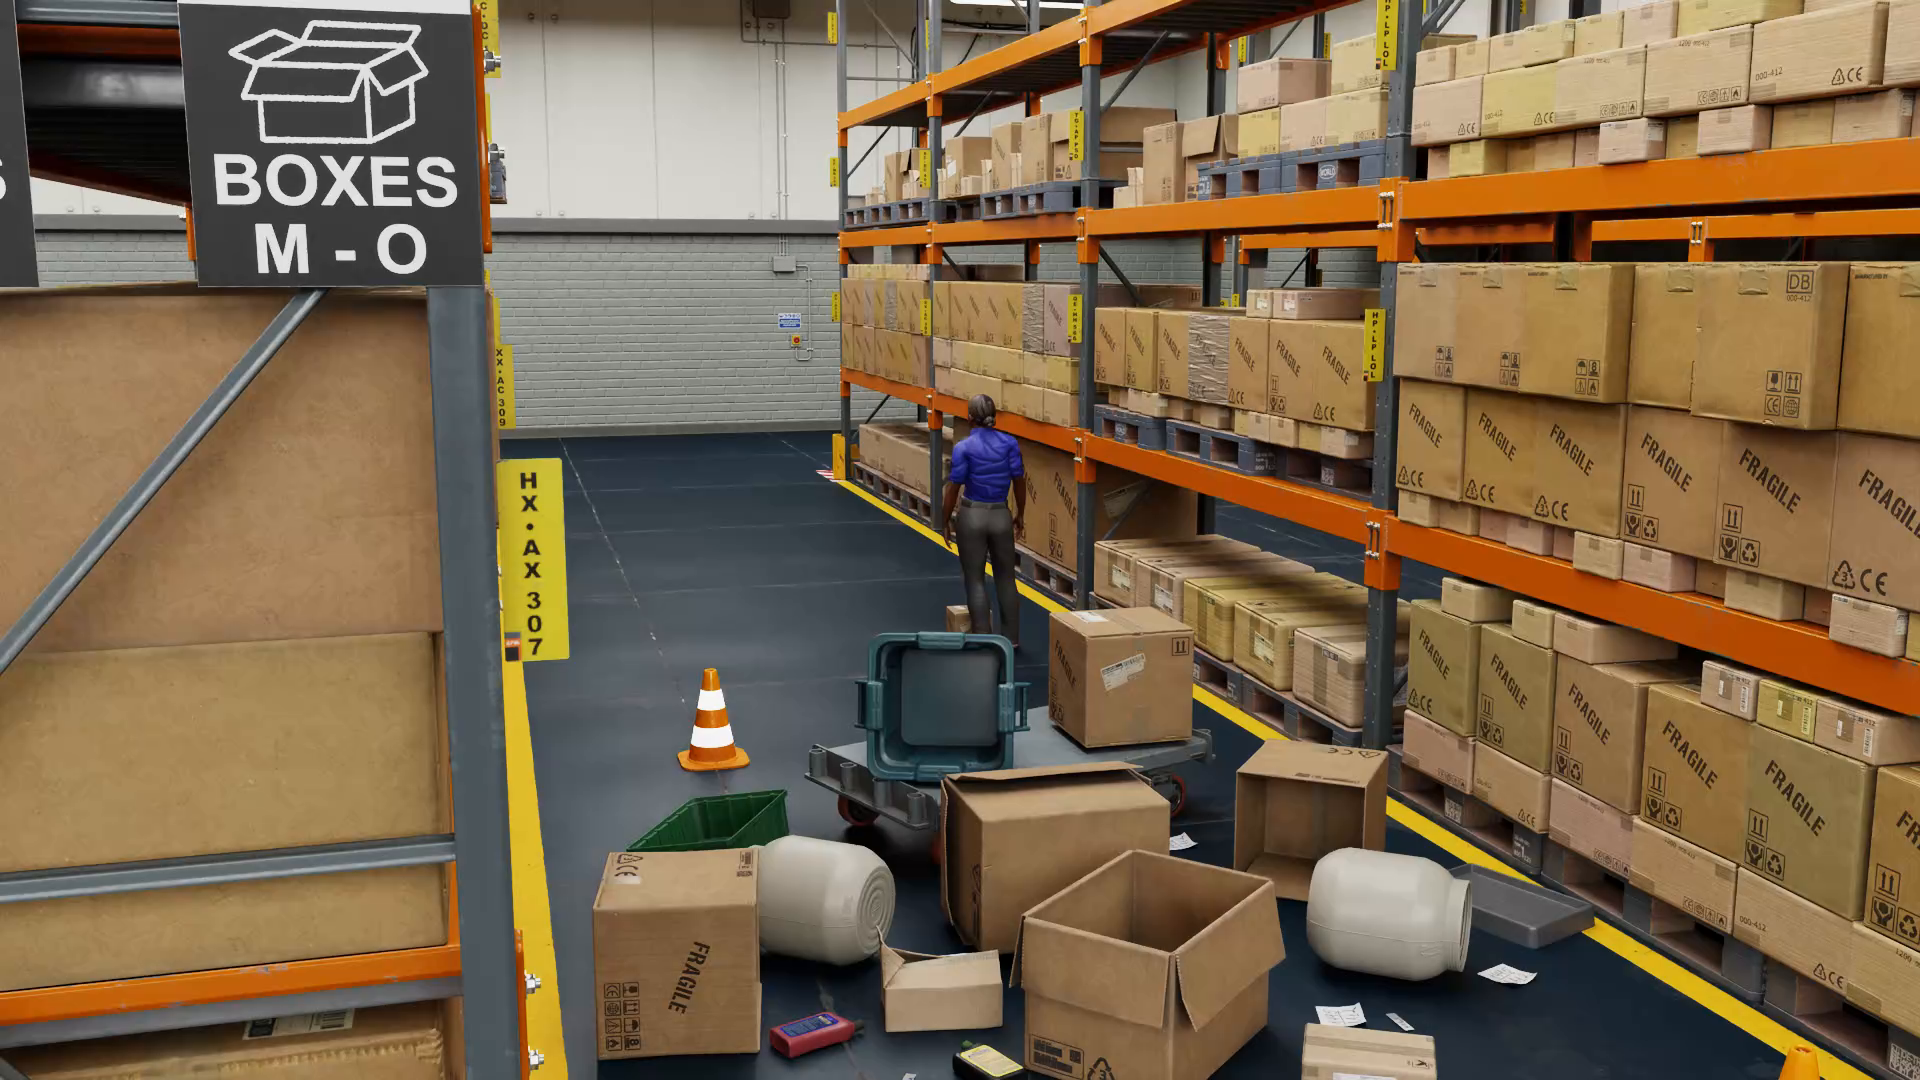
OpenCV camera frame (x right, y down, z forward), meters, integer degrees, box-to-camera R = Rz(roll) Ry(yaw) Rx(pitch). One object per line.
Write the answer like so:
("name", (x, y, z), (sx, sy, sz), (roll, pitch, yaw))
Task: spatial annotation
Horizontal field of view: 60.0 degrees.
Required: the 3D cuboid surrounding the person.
("person", (0.146, -0.103, 10.468), (0.570, 1.654, 0.504), (-3, 10, -16))
